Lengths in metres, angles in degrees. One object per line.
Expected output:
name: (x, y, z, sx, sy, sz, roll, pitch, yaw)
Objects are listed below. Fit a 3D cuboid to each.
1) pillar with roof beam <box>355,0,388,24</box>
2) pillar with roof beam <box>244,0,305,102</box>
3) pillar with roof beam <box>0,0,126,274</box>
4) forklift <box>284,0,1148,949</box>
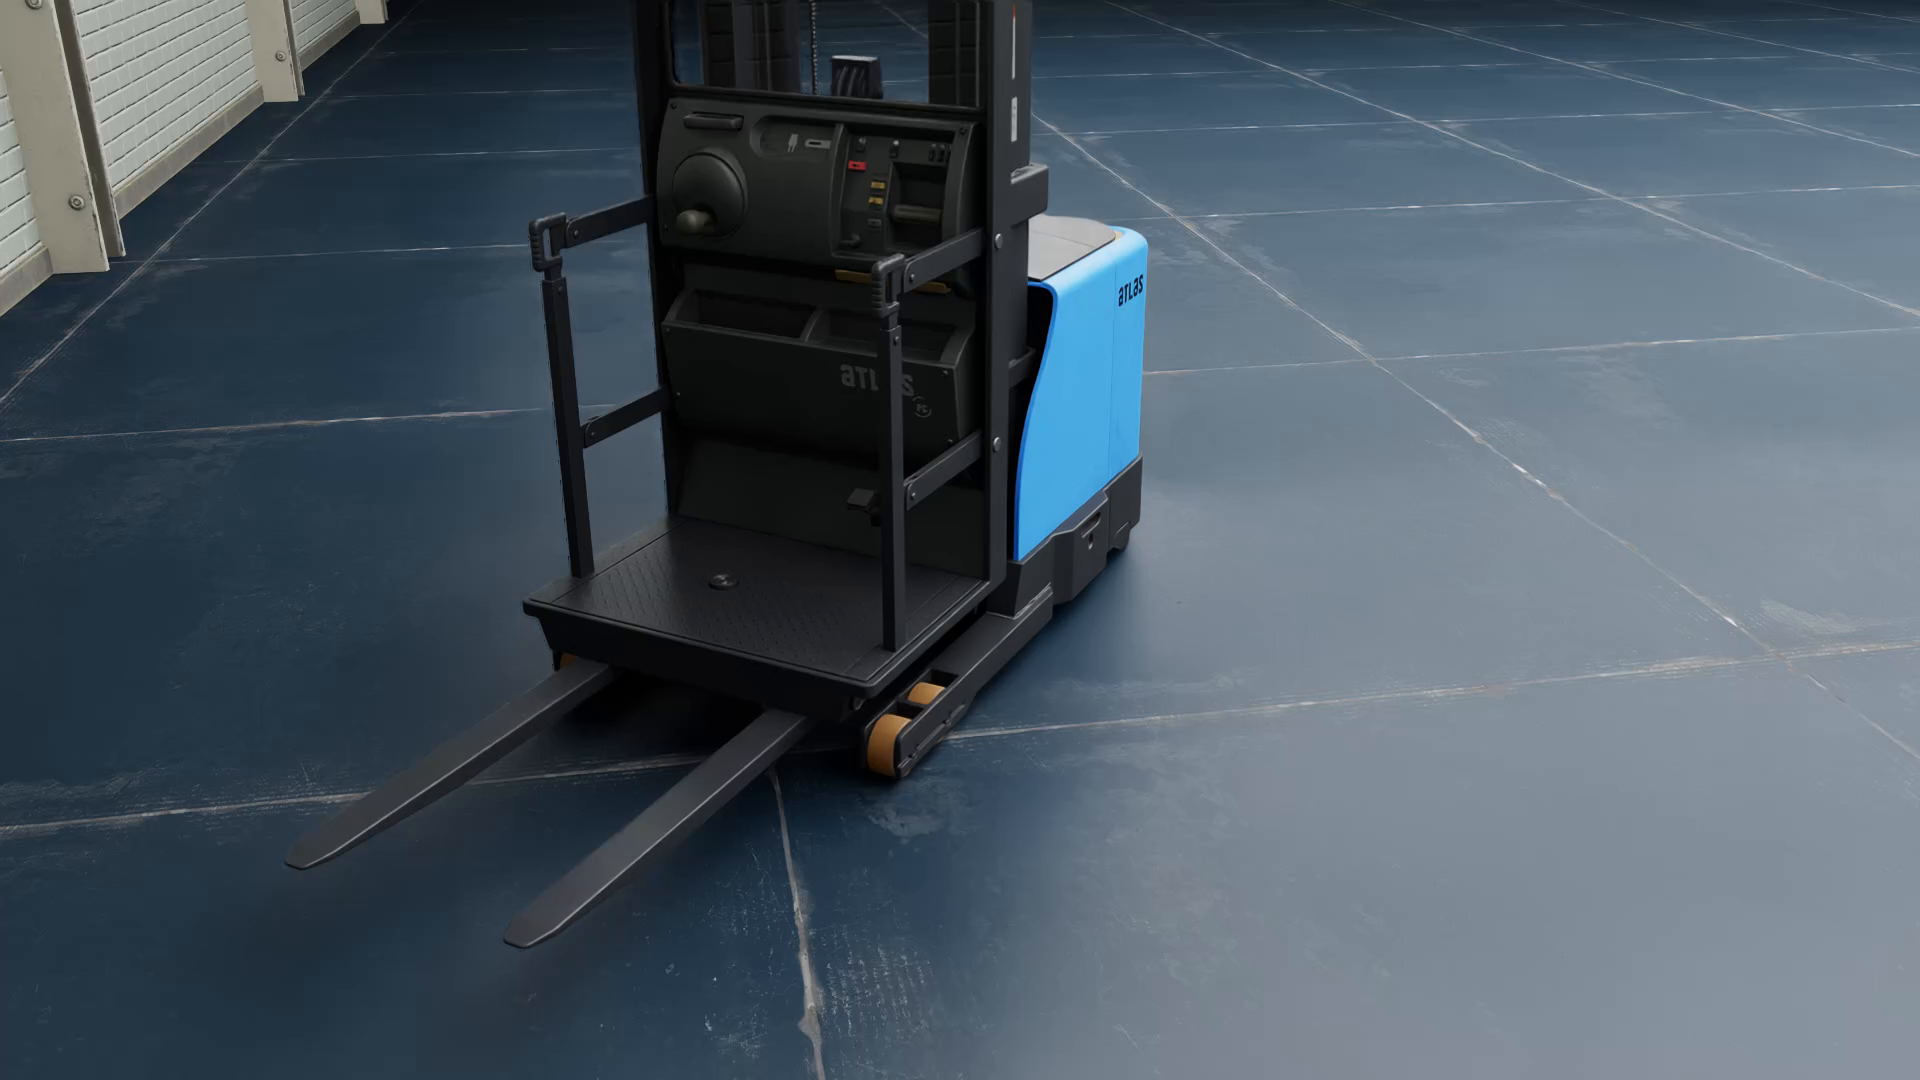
pillar with roof beam: (-2.860, -10.704, 19.016, 9.100, 9.000, 0.400, -4, 24, -10)
pillar with roof beam: (-1.750, -8.344, 13.612, 9.100, 9.000, 0.400, -4, 24, -10)
pillar with roof beam: (-0.641, -5.984, 8.208, 9.100, 9.000, 0.400, -4, 24, -10)
forklift: (-0.490, -0.924, 4.204, 1.130, 2.935, 3.031, 11, 26, 24)
